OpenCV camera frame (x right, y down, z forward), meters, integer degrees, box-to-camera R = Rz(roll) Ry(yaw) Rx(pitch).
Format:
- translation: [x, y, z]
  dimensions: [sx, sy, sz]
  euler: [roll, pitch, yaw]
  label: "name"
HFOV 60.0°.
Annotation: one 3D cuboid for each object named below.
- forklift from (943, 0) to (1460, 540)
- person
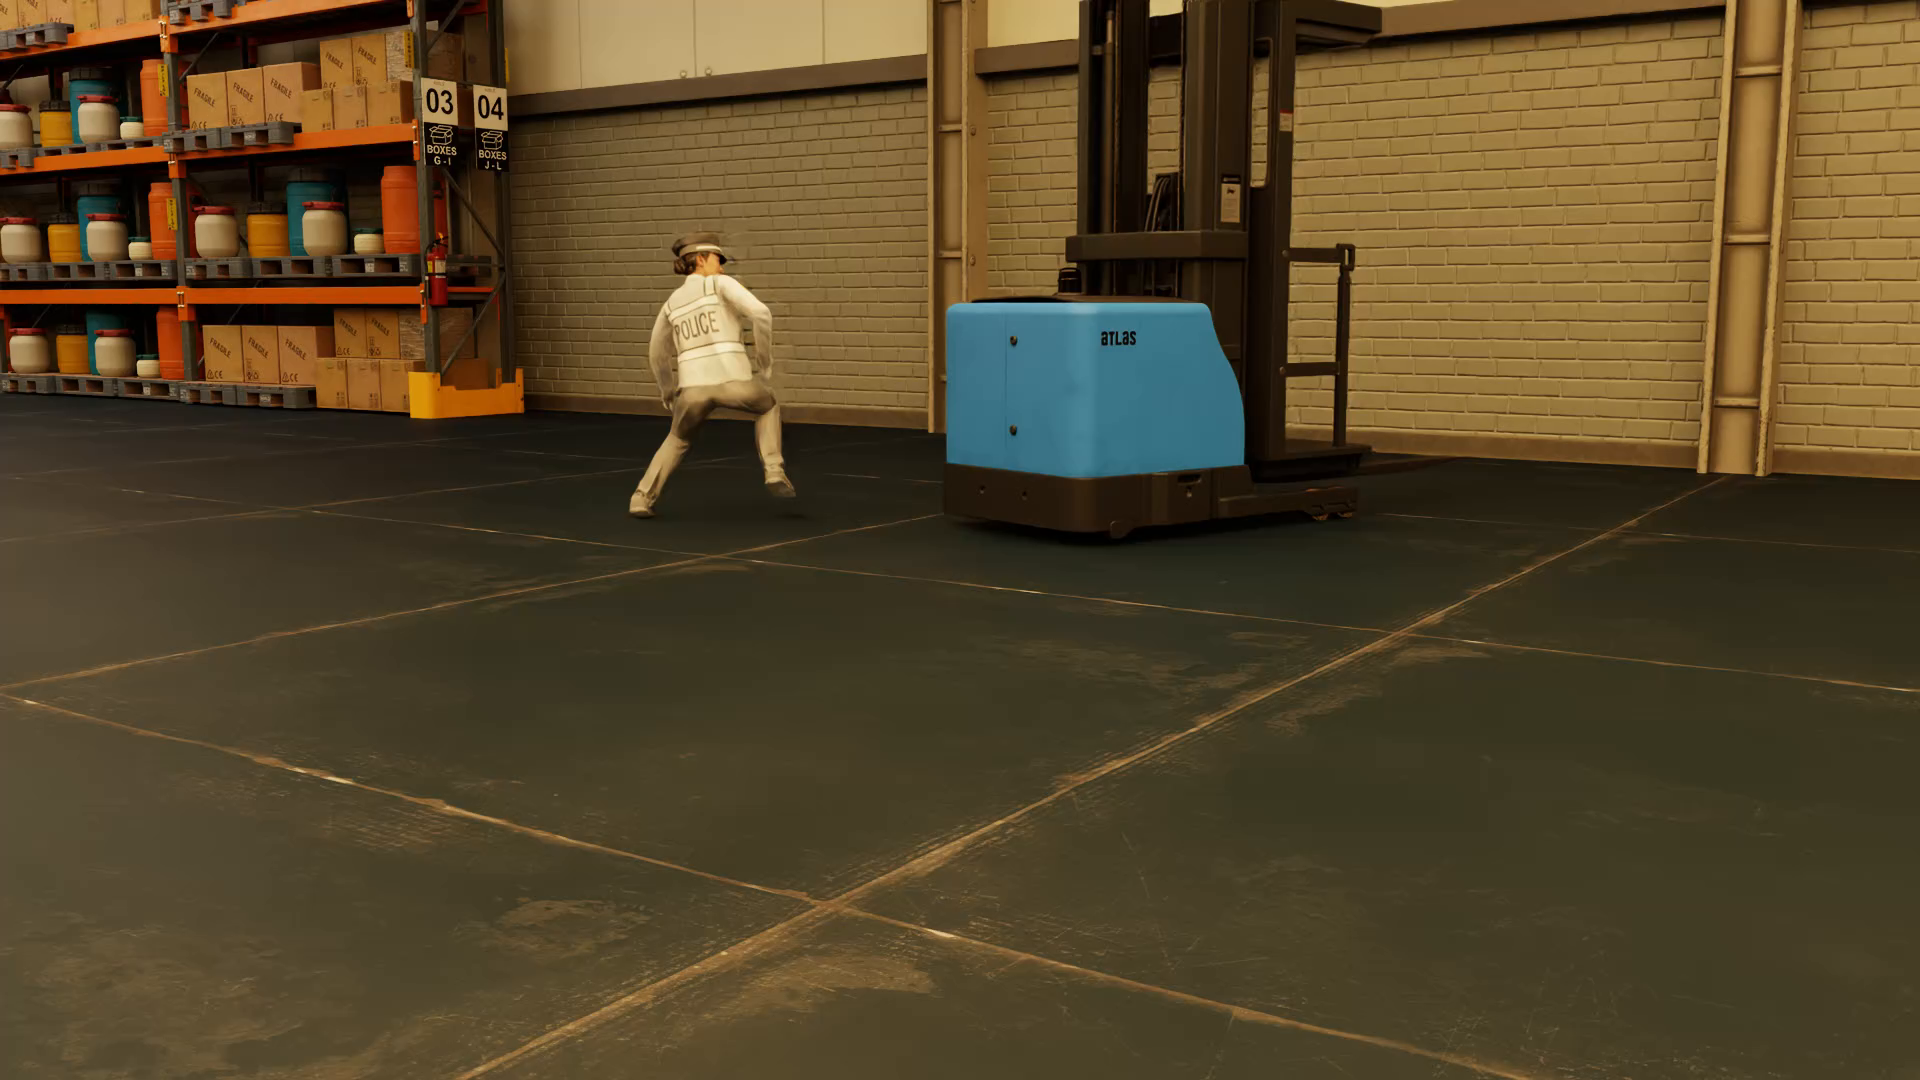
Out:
- translation: [1.389, -1.595, 8.411]
  dimensions: [3.031, 2.935, 1.130]
  euler: [-6, 10, -38]
  label: "forklift"
- translation: [-1.269, -0.800, 8.350]
  dimensions: [0.839, 1.469, 0.655]
  euler: [2, 8, 11]
  label: "person"
